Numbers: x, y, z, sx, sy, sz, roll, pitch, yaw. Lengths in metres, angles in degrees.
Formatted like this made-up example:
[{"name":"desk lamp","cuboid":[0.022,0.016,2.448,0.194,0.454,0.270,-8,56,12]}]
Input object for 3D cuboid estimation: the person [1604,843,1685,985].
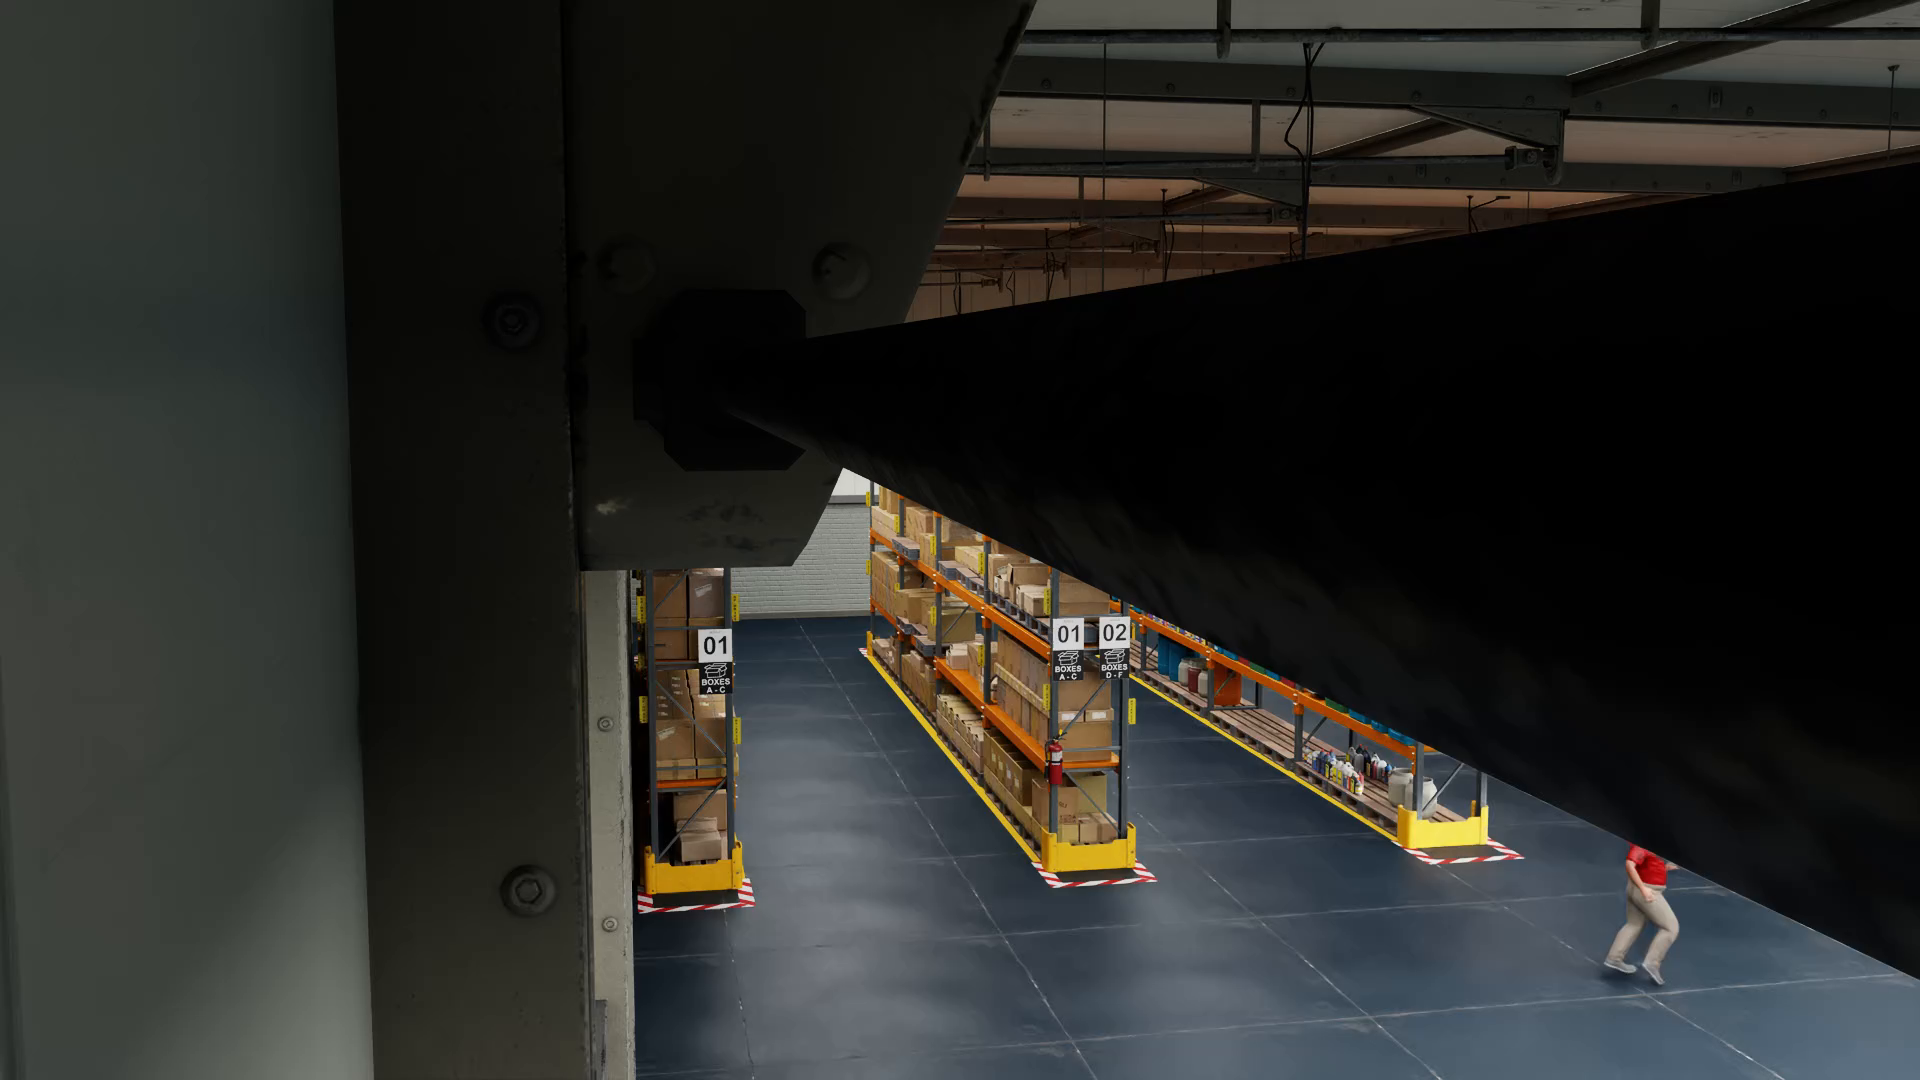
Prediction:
[{"name":"person","cuboid":[7.080,3.700,17.152,0.751,1.784,0.632,0,6,4]}]
